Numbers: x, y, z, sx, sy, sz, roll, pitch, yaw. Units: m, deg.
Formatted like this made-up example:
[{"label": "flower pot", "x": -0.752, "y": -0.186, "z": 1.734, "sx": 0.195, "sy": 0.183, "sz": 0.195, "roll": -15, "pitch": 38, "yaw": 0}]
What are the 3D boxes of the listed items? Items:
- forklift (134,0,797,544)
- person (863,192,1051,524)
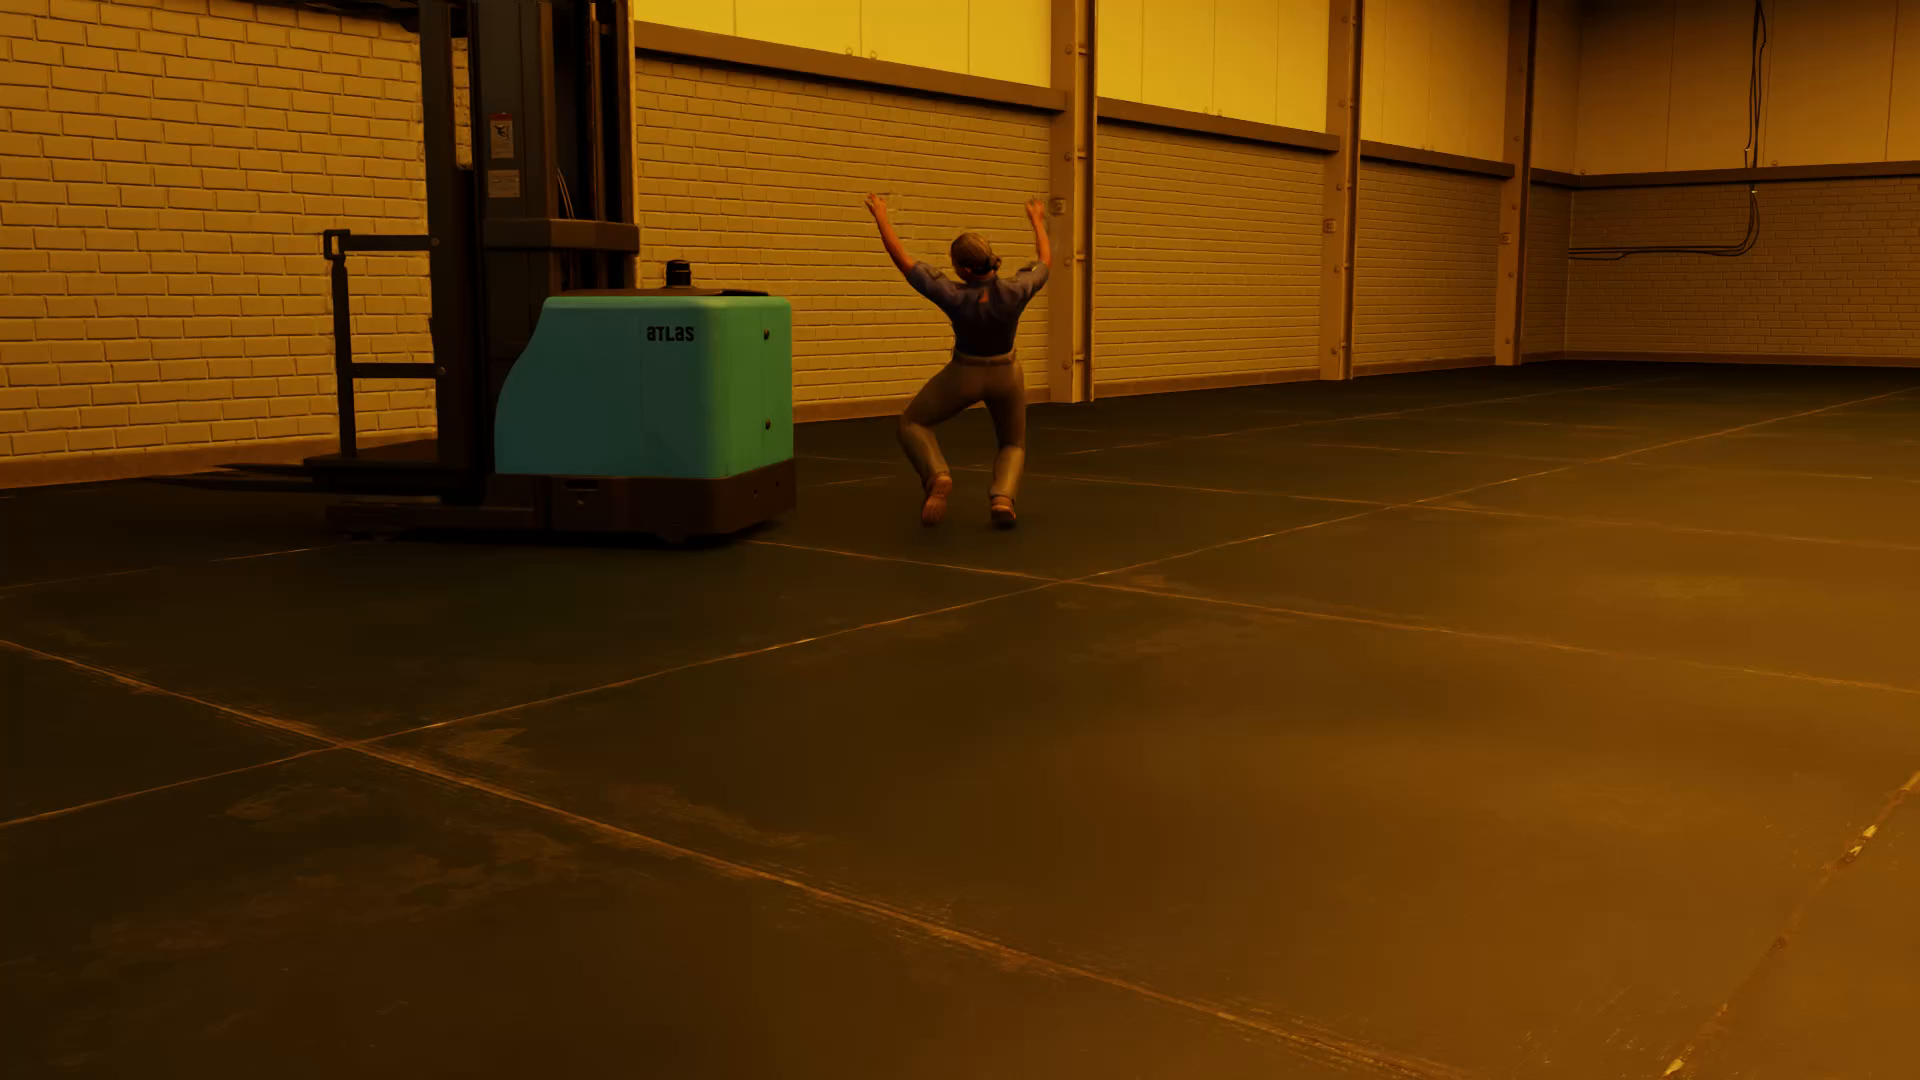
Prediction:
[{"label": "forklift", "x": -2.353, "y": -1.519, "z": 7.664, "sx": 3.031, "sy": 2.935, "sz": 1.130, "roll": 2, "pitch": 9, "yaw": 13}, {"label": "person", "x": -0.003, "y": -0.836, "z": 7.799, "sx": 0.884, "sy": 1.563, "sz": 0.707, "roll": -1, "pitch": 8, "yaw": -8}]
